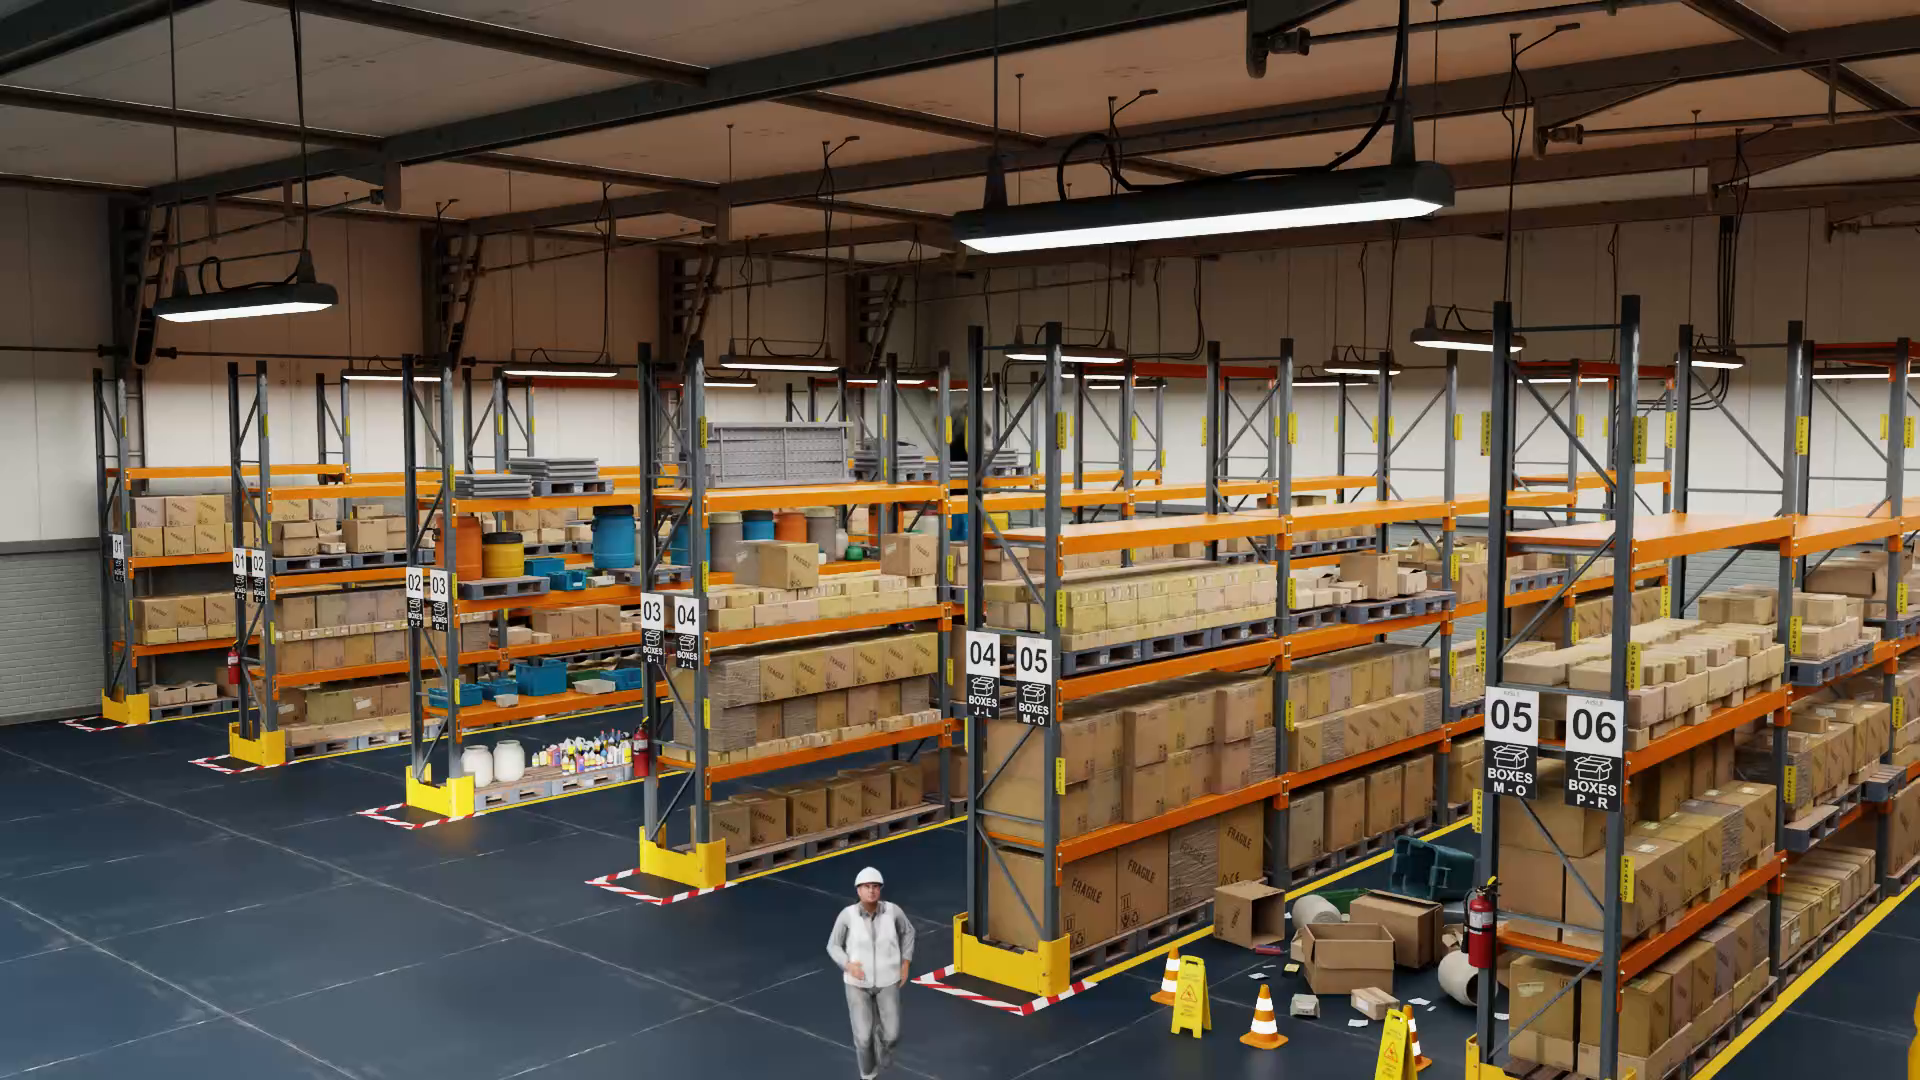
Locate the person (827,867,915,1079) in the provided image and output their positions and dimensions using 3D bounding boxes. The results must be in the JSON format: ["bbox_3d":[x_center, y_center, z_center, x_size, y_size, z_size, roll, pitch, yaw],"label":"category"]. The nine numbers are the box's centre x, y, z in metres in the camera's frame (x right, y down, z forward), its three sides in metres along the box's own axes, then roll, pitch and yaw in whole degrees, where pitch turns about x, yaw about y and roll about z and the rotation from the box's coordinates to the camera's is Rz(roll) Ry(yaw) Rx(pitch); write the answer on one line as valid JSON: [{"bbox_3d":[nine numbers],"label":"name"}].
[{"bbox_3d":[-0.666,3.367,12.707,0.698,1.737,0.591,-1,4,-10],"label":"person"}]

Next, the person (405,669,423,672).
[{"bbox_3d":[-9.436,2.213,28.653,0.560,1.753,0.711,4,6,41],"label":"person"}]
